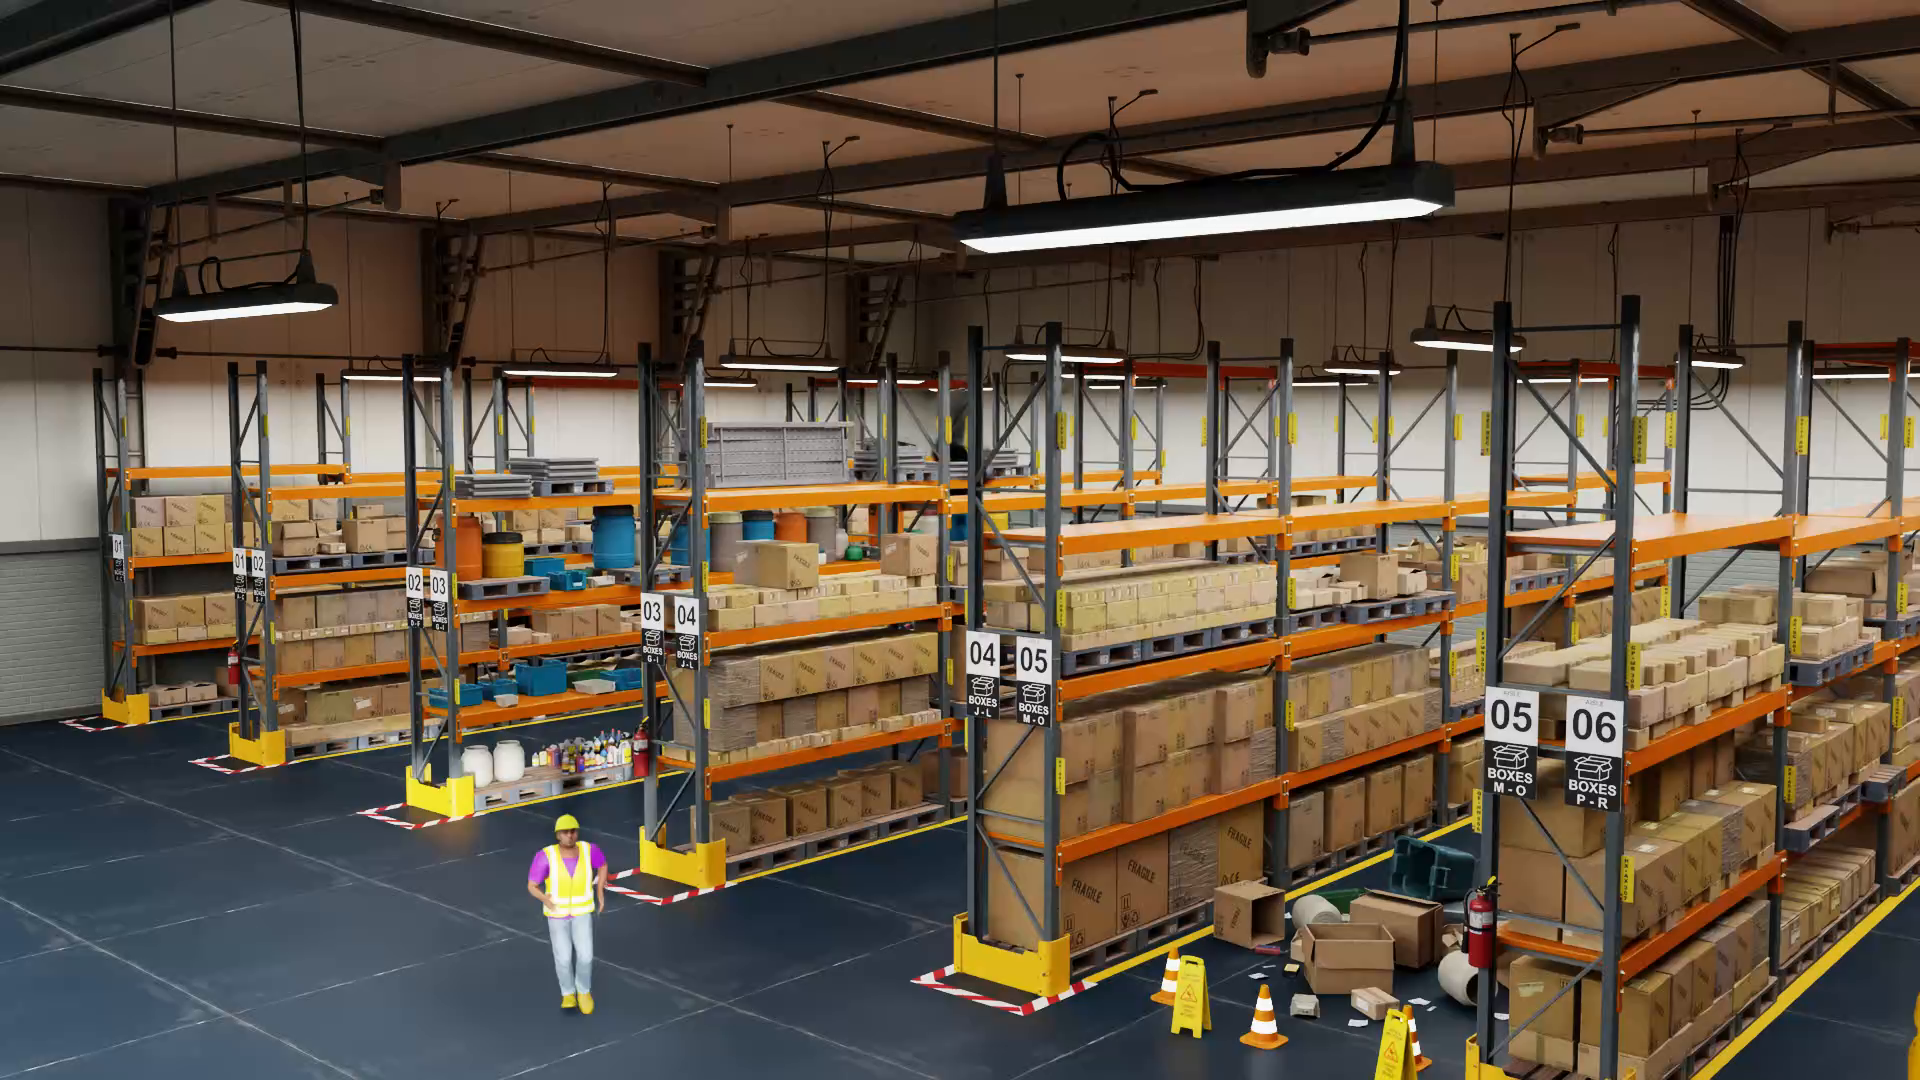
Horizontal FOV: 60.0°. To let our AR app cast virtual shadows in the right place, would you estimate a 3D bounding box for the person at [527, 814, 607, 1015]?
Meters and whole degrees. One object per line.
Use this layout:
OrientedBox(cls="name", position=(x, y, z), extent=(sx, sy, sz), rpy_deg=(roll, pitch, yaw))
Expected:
OrientedBox(cls="person", position=(-3.371, 3.243, 14.347), extent=(0.691, 1.766, 0.674), rpy_deg=(-1, 4, -16))
